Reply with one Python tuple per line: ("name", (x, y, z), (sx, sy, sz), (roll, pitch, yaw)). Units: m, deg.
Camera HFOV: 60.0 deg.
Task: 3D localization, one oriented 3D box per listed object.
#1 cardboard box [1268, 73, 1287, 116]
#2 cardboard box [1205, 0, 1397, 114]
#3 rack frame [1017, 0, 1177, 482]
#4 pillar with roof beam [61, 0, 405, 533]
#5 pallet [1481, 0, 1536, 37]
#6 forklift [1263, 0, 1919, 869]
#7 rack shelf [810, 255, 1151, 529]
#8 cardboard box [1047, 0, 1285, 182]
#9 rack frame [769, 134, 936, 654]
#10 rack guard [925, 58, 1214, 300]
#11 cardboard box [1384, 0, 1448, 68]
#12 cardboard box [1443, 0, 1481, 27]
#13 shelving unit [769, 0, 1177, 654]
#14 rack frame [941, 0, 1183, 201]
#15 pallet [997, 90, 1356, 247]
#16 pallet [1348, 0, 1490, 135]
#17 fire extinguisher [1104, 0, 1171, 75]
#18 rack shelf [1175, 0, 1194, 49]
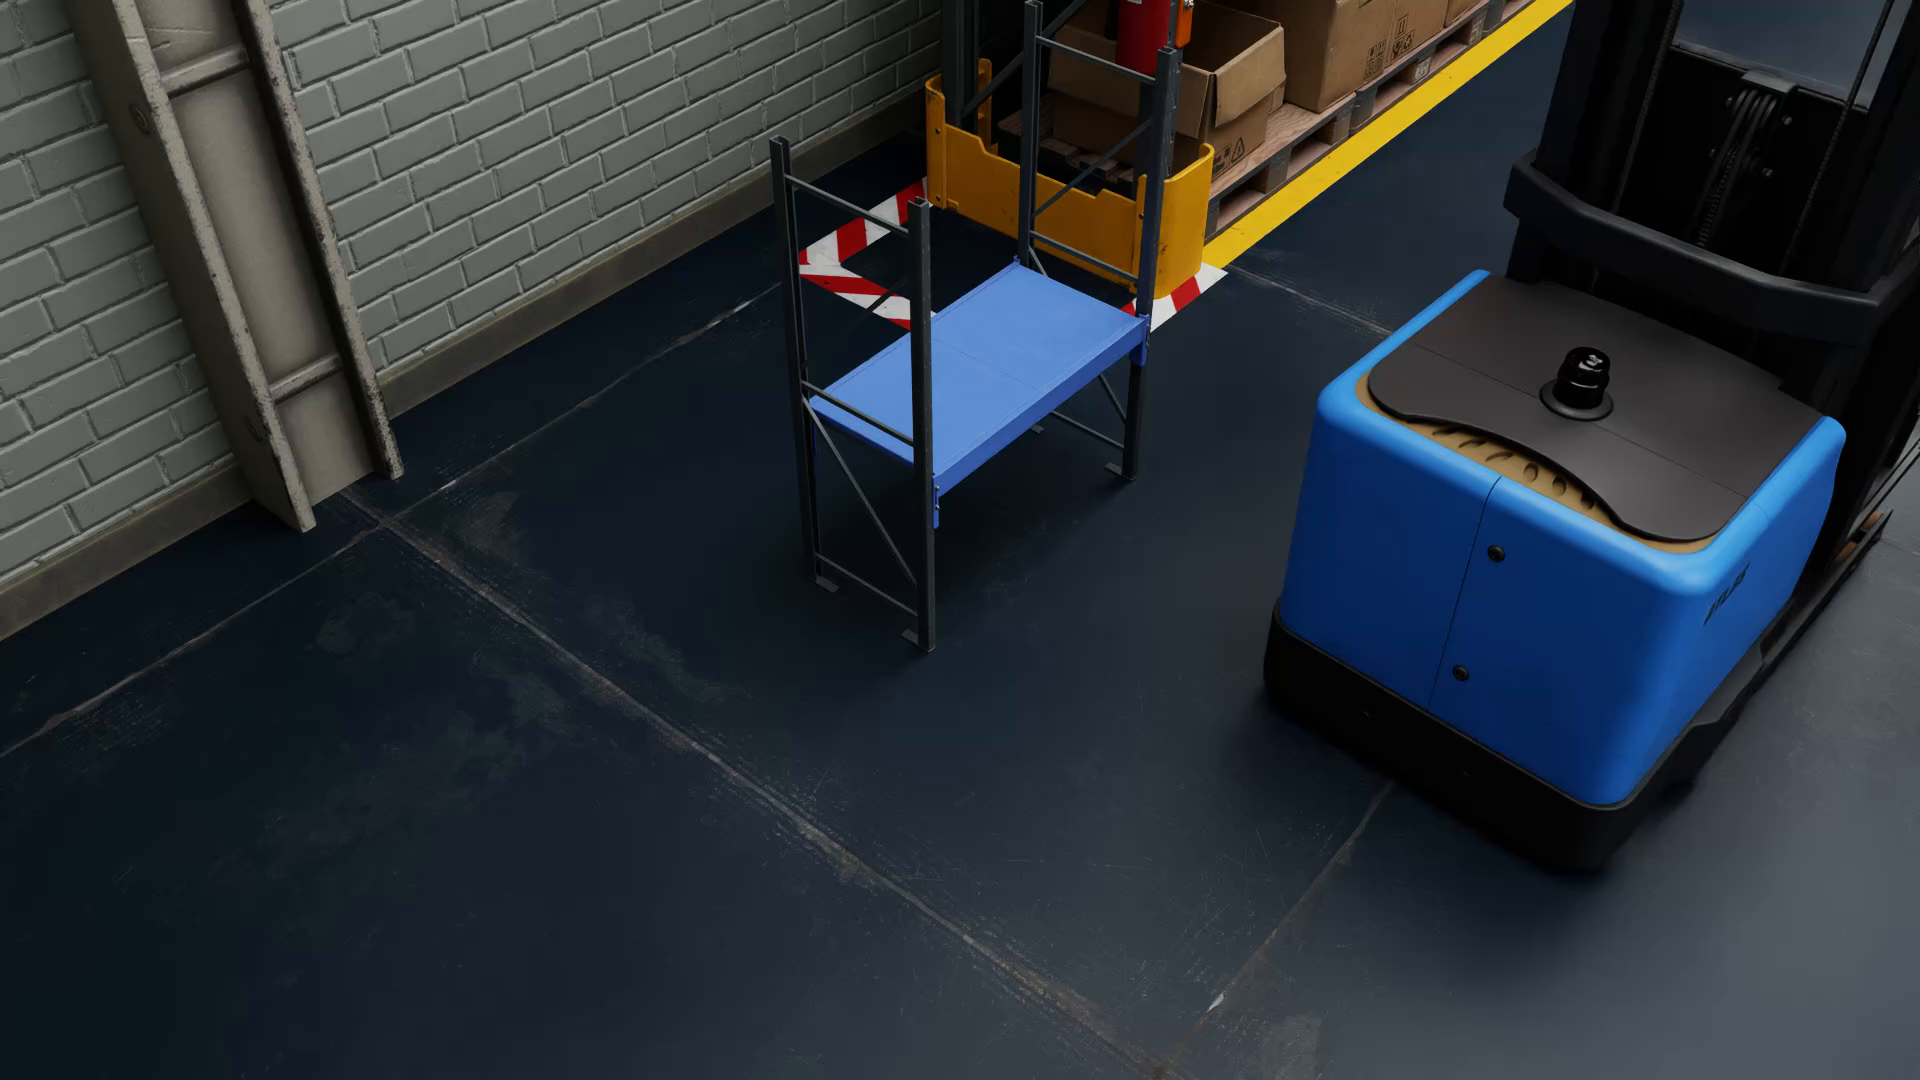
("cardboard box", (1.118, -1.873, 6.887), (0.380, 0.149, 0.250), (28, 49, 27))
("cardboard box", (1.394, -2.224, 7.012), (0.700, 0.500, 0.500), (32, 51, 30))
("rack frame", (0.382, -0.861, 5.082), (0.500, 1.500, 0.032), (29, 50, 28))
("pillar with roof beam", (1.218, -1.654, 0.380), (9.100, 9.000, 0.400), (29, 50, 28))
("pallet", (2.480, -2.971, 8.361), (1.003, 0.211, 1.213), (29, 50, 28))
("forklift", (2.236, -1.149, 4.335), (1.130, 2.935, 3.031), (32, 51, 30))
("rack shelf", (0.055, -0.466, 4.915), (0.538, 0.185, 1.000), (29, 50, 28))
("cardboard box", (0.815, -1.802, 6.546), (0.797, 0.503, 0.637), (28, 49, 27))
("rack frame", (-0.272, -0.337, 4.506), (0.500, 1.500, 0.032), (29, 50, 28))
("rack guard", (0.397, -1.411, 6.430), (1.175, 0.500, 0.348), (29, 50, 28))
("cardboard box", (1.811, -2.453, 7.264), (0.500, 0.500, 0.500), (30, 50, 29))
("cardboard box", (2.063, -2.759, 7.600), (0.700, 0.500, 0.500), (28, 49, 27))
("shelving unit", (0.055, -0.599, 4.794), (0.538, 1.500, 1.048), (29, 50, 28))
("rack frame", (0.348, -2.296, 5.546), (1.000, 3.000, 0.127), (29, 50, 28))
("pallet", (0.910, -1.715, 6.979), (1.003, 0.211, 1.213), (29, 50, 28))
("pallet", (1.695, -2.340, 7.667), (1.003, 0.211, 1.213), (29, 50, 28))
("fire extinguisher", (0.607, -1.854, 5.394), (0.296, 0.674, 0.183), (29, 50, 28))
("rack shelf", (1.635, -3.060, 6.920), (1.077, 0.370, 4.000), (29, 50, 28))
